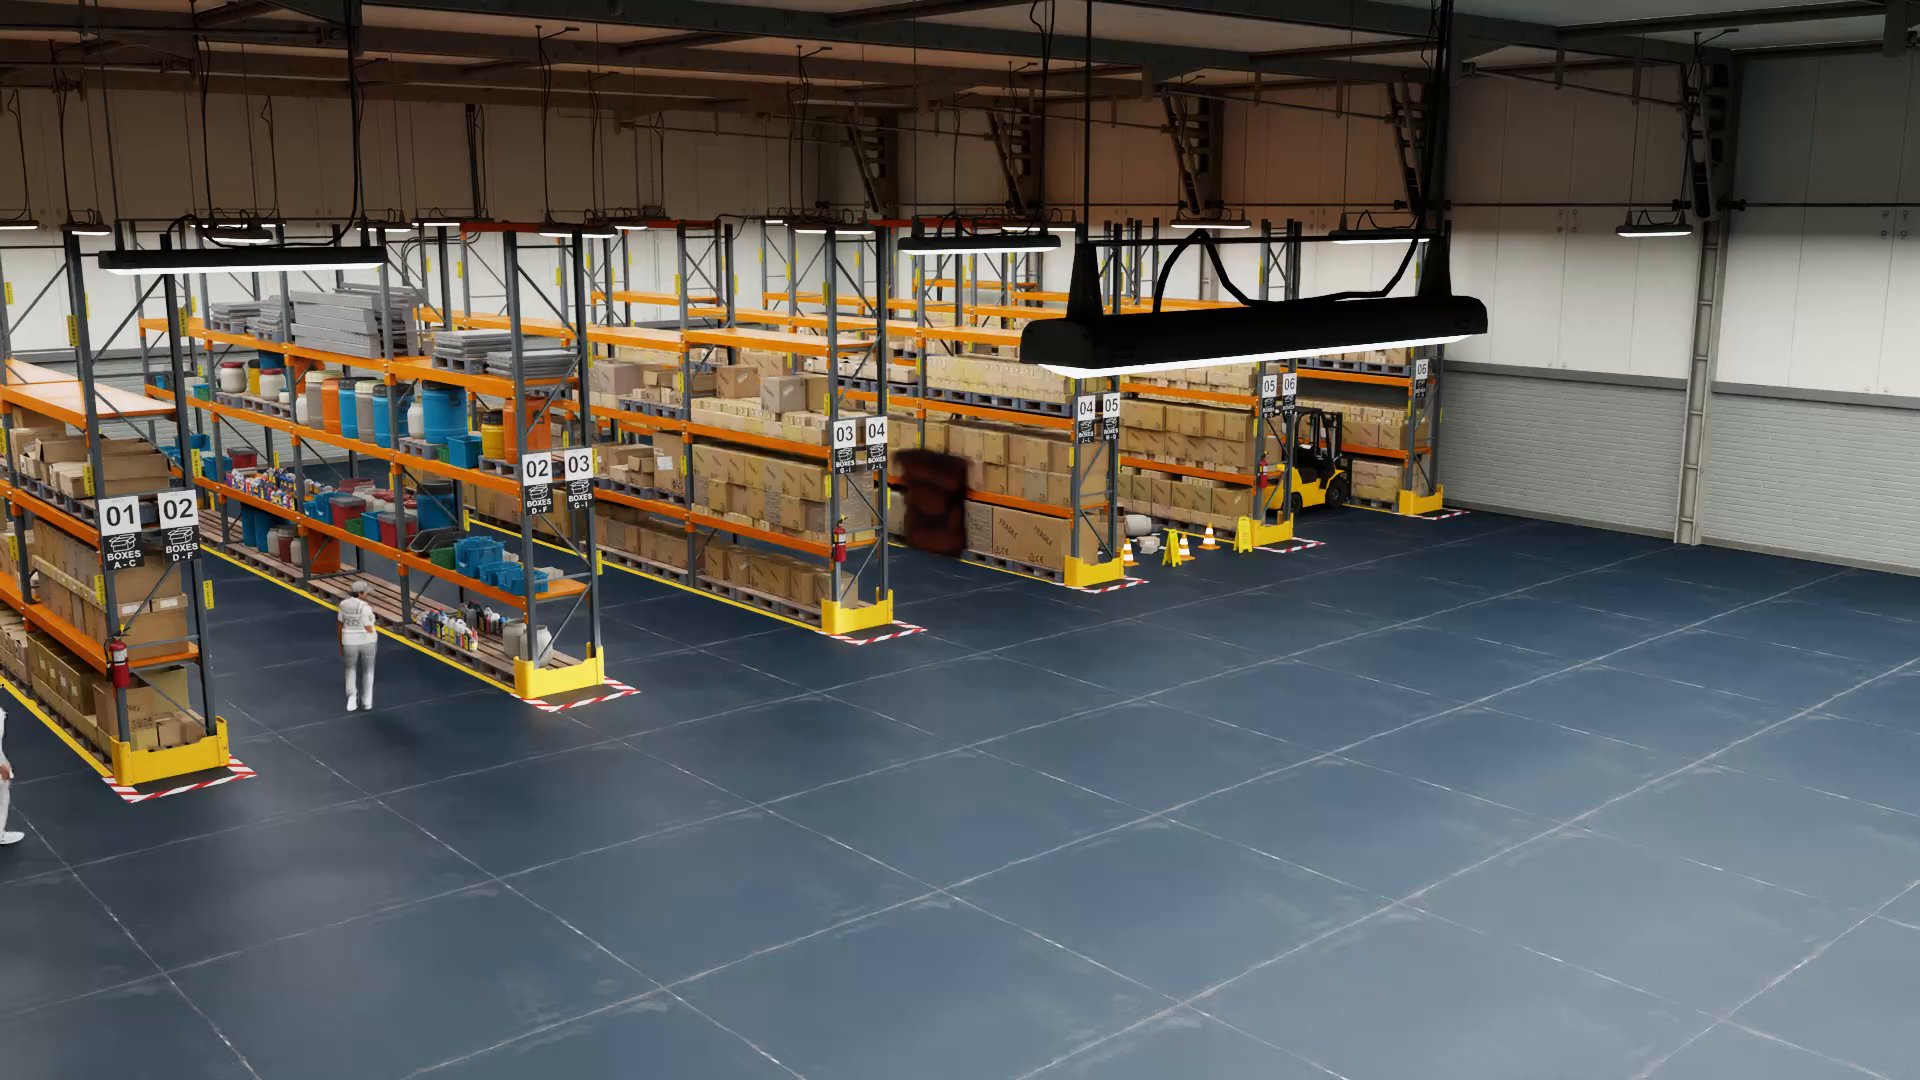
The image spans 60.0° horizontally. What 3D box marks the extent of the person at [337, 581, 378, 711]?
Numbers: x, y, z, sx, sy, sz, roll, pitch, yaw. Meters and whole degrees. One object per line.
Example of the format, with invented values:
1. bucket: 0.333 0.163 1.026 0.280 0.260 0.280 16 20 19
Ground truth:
1. person: -7.608 1.332 21.018 0.495 1.658 0.520 -2 12 -11

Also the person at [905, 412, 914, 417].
1. person: -1.081 -1.912 35.707 0.341 1.668 0.535 -6 13 -27

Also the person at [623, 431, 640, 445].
1. person: -8.184 -2.729 41.403 0.492 1.599 0.377 3 12 13

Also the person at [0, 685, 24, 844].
1. person: -9.708 2.191 16.495 0.574 1.758 0.646 -9 15 -38
